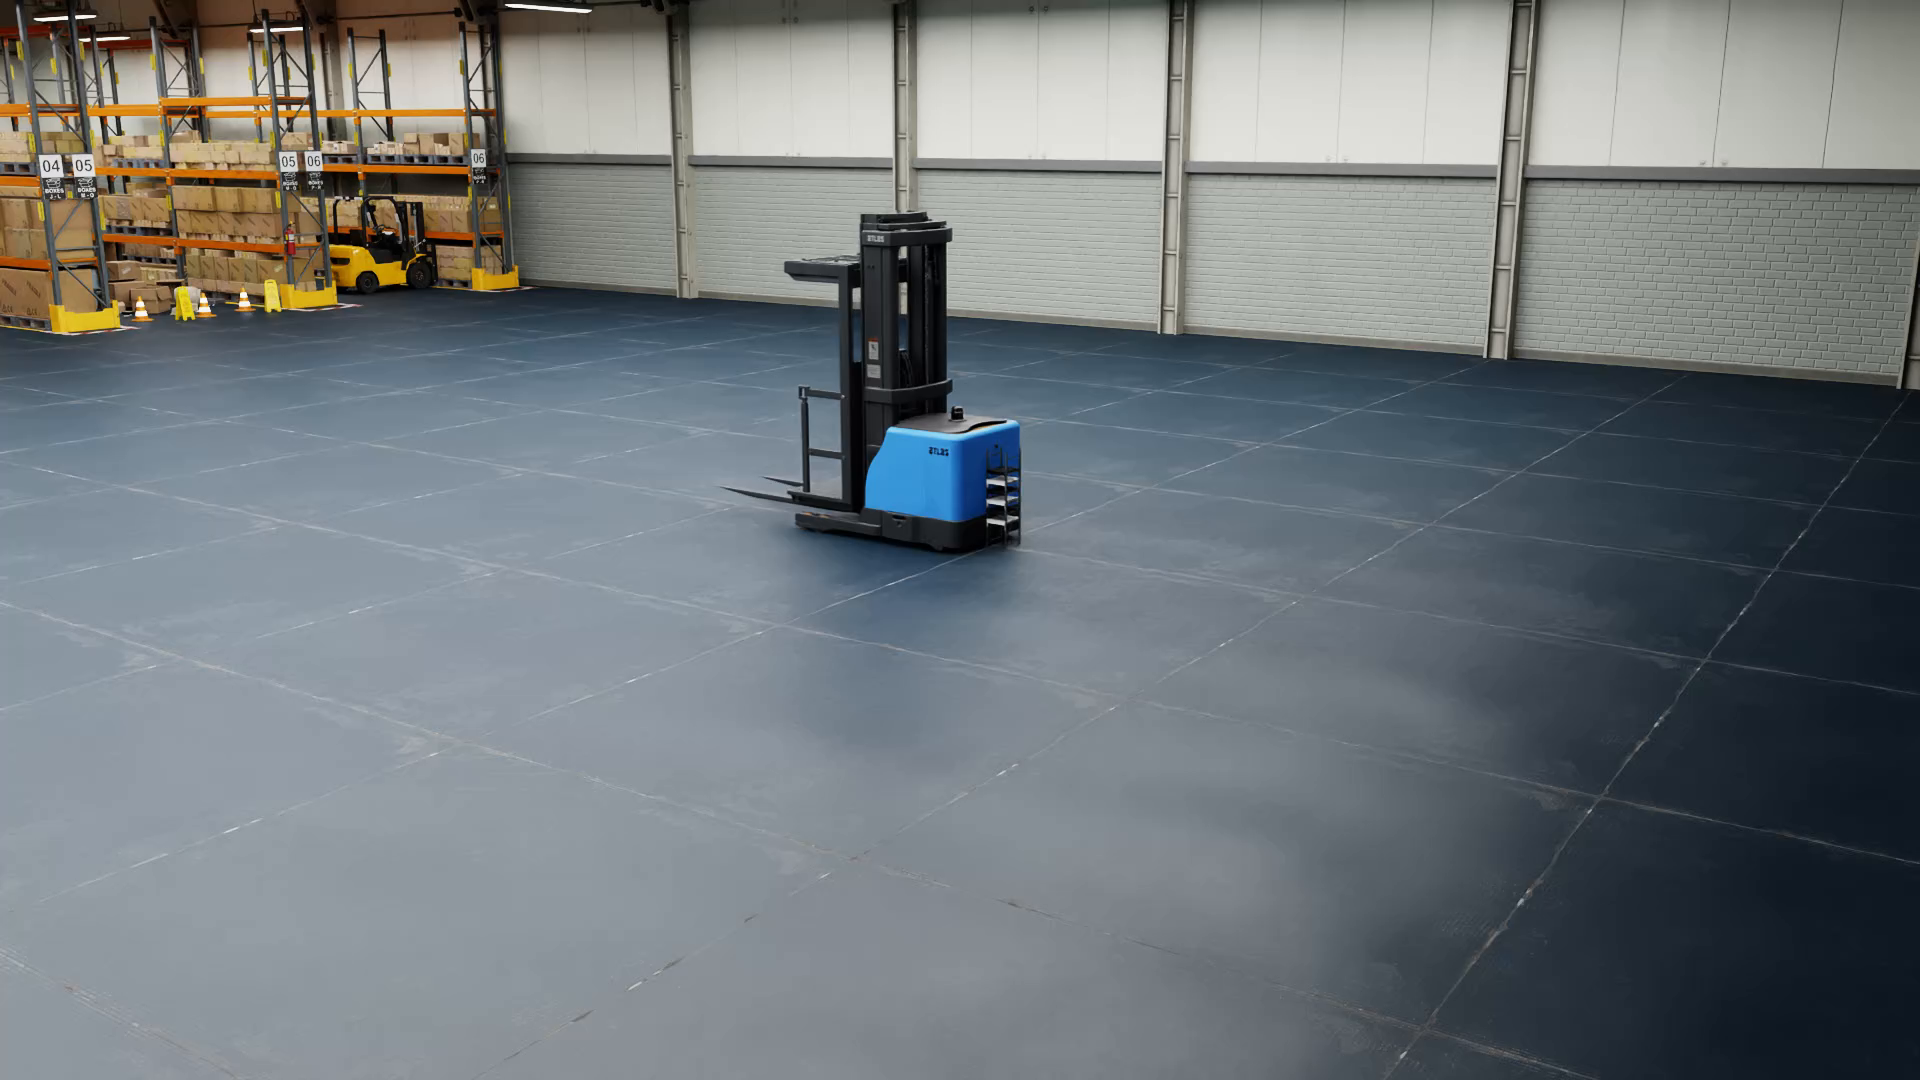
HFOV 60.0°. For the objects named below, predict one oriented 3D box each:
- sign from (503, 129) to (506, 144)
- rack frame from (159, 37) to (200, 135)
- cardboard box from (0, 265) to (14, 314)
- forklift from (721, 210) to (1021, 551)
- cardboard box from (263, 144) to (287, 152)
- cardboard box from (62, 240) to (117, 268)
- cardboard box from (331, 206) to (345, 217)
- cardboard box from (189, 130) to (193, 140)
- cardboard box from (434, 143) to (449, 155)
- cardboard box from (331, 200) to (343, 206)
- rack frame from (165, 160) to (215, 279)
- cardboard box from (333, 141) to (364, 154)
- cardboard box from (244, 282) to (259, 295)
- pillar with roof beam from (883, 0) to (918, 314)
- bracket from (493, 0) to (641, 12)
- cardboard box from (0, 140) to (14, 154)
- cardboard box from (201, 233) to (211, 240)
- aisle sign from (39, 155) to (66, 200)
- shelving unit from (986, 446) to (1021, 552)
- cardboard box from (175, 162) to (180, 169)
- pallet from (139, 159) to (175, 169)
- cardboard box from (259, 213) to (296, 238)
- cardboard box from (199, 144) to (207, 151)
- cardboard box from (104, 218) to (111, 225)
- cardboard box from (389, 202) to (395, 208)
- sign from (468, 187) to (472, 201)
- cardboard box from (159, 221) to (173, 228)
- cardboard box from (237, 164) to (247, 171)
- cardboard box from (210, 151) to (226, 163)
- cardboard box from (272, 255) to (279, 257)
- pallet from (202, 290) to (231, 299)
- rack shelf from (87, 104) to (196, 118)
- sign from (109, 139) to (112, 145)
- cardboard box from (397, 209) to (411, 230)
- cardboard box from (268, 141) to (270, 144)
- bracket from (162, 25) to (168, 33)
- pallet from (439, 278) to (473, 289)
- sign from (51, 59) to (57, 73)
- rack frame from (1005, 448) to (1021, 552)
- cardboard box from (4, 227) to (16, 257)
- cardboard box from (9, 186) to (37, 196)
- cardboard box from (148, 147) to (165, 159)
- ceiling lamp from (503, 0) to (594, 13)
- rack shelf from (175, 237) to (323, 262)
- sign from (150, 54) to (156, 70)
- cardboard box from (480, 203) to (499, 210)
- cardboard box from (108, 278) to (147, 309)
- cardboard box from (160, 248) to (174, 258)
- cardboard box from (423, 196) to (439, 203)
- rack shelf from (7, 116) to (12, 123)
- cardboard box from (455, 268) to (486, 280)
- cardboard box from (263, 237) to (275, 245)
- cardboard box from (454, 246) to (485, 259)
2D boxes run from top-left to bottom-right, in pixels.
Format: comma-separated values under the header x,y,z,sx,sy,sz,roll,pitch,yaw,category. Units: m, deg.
x,y,z,sx,sy,sz,roll,pitch,yaw,category
-10.663,-9.437,38.904,0.005,0.325,0.100,9,17,33,sign
-20.936,-11.930,44.715,0.127,3.000,1.000,9,17,33,rack frame
-18.510,-4.908,32.382,0.875,0.875,0.875,9,17,33,cardboard box
-0.934,-1.583,15.544,3.031,2.935,1.130,10,17,34,forklift
-14.191,-8.126,34.454,0.250,0.149,0.380,9,17,33,cardboard box
-20.910,-6.773,39.915,0.875,0.875,0.875,9,17,32,cardboard box
-15.278,-8.197,41.393,0.500,0.250,0.500,9,16,31,cardboard box
-20.643,-10.922,44.847,0.258,0.266,0.396,9,16,32,cardboard box
-12.046,-9.136,38.870,0.258,0.266,0.396,9,17,33,cardboard box
-15.395,-8.393,41.354,0.250,0.149,0.380,9,16,31,cardboard box
-17.064,-6.955,37.102,0.127,3.000,1.000,9,17,33,rack frame
-15.034,-9.658,40.885,0.500,0.311,0.500,9,16,31,cardboard box
-14.992,-5.413,35.723,0.500,0.250,0.500,9,17,33,cardboard box
-3.498,-8.126,29.348,0.548,9.000,9.100,9,17,33,pillar with roof beam
-8.755,-11.867,36.969,4.783,0.066,0.076,9,17,33,bracket
-17.401,-7.275,30.764,0.500,0.250,0.500,9,17,33,cardboard box
-16.320,-6.633,36.326,0.250,0.149,0.380,10,17,35,cardboard box
-16.533,-6.610,30.300,0.004,0.787,0.394,9,17,33,aisle sign
0.389,-0.370,14.872,0.210,0.900,0.258,10,17,34,shelving unit
-16.941,-8.197,36.401,0.250,0.149,0.380,9,16,32,cardboard box
-17.517,-8.423,37.184,1.003,0.211,1.213,9,17,33,pallet
-14.349,-6.629,34.959,0.500,0.500,0.500,9,16,32,cardboard box
-16.102,-8.438,35.717,0.250,0.149,0.380,9,16,31,cardboard box
-19.584,-7.361,38.391,0.250,0.149,0.380,9,17,33,cardboard box
-13.569,-8.101,40.176,0.250,0.149,0.380,10,17,34,cardboard box
-11.293,-7.979,38.338,0.005,0.325,0.100,9,17,33,sign
-17.645,-7.050,37.138,0.250,0.149,0.380,9,17,34,cardboard box
-15.030,-7.885,35.140,0.250,0.149,0.380,9,17,32,cardboard box
-15.591,-8.164,35.439,0.500,0.250,0.500,9,17,33,cardboard box
-15.128,-5.956,36.355,0.500,0.500,0.500,10,17,34,cardboard box
-16.487,-5.518,37.101,1.213,0.211,1.003,9,17,33,pallet
-22.595,-11.847,45.885,4.000,0.370,1.077,9,17,33,rack shelf
-20.079,-9.306,39.282,0.005,0.325,0.100,9,17,33,sign
-13.213,-7.747,40.097,0.500,0.500,0.500,9,17,32,cardboard box
-17.768,-10.307,43.265,0.250,0.149,0.380,9,16,31,cardboard box
-21.553,-13.935,45.324,0.430,0.232,0.235,9,17,33,bracket
-11.636,-6.149,39.650,1.213,0.211,1.003,9,17,33,pallet
-20.690,-10.822,37.968,0.005,0.325,0.100,9,17,33,sign
0.472,-0.356,14.814,0.006,0.900,0.240,10,17,34,rack frame
-17.620,-5.701,31.724,0.550,0.550,0.875,9,17,33,cardboard box
-22.646,-8.315,40.307,0.500,0.500,0.500,9,16,31,cardboard box
-17.630,-8.591,36.909,0.500,0.250,0.500,9,16,32,cardboard box
-7.500,-11.477,30.740,0.800,3.185,2.000,9,17,33,ceiling lamp
-15.405,-6.337,36.105,4.000,0.370,1.077,9,17,33,rack shelf
-17.369,-10.286,35.799,0.005,0.325,0.100,9,17,33,sign
-11.115,-7.869,39.237,0.250,0.149,0.380,9,16,31,cardboard box
-17.396,-5.127,34.631,0.503,0.637,0.797,9,17,33,cardboard box
-21.858,-7.958,45.972,0.258,0.266,0.396,10,17,35,cardboard box
-12.508,-8.073,39.444,0.250,0.149,0.380,10,17,34,cardboard box
-25.362,-10.664,41.933,4.000,0.370,1.077,9,17,33,rack shelf
-11.544,-6.277,39.215,0.500,0.250,0.500,9,17,33,cardboard box
-14.447,-6.316,35.043,0.250,0.149,0.380,9,16,32,cardboard box
-11.534,-6.762,39.093,0.500,0.250,0.500,10,17,35,cardboard box
